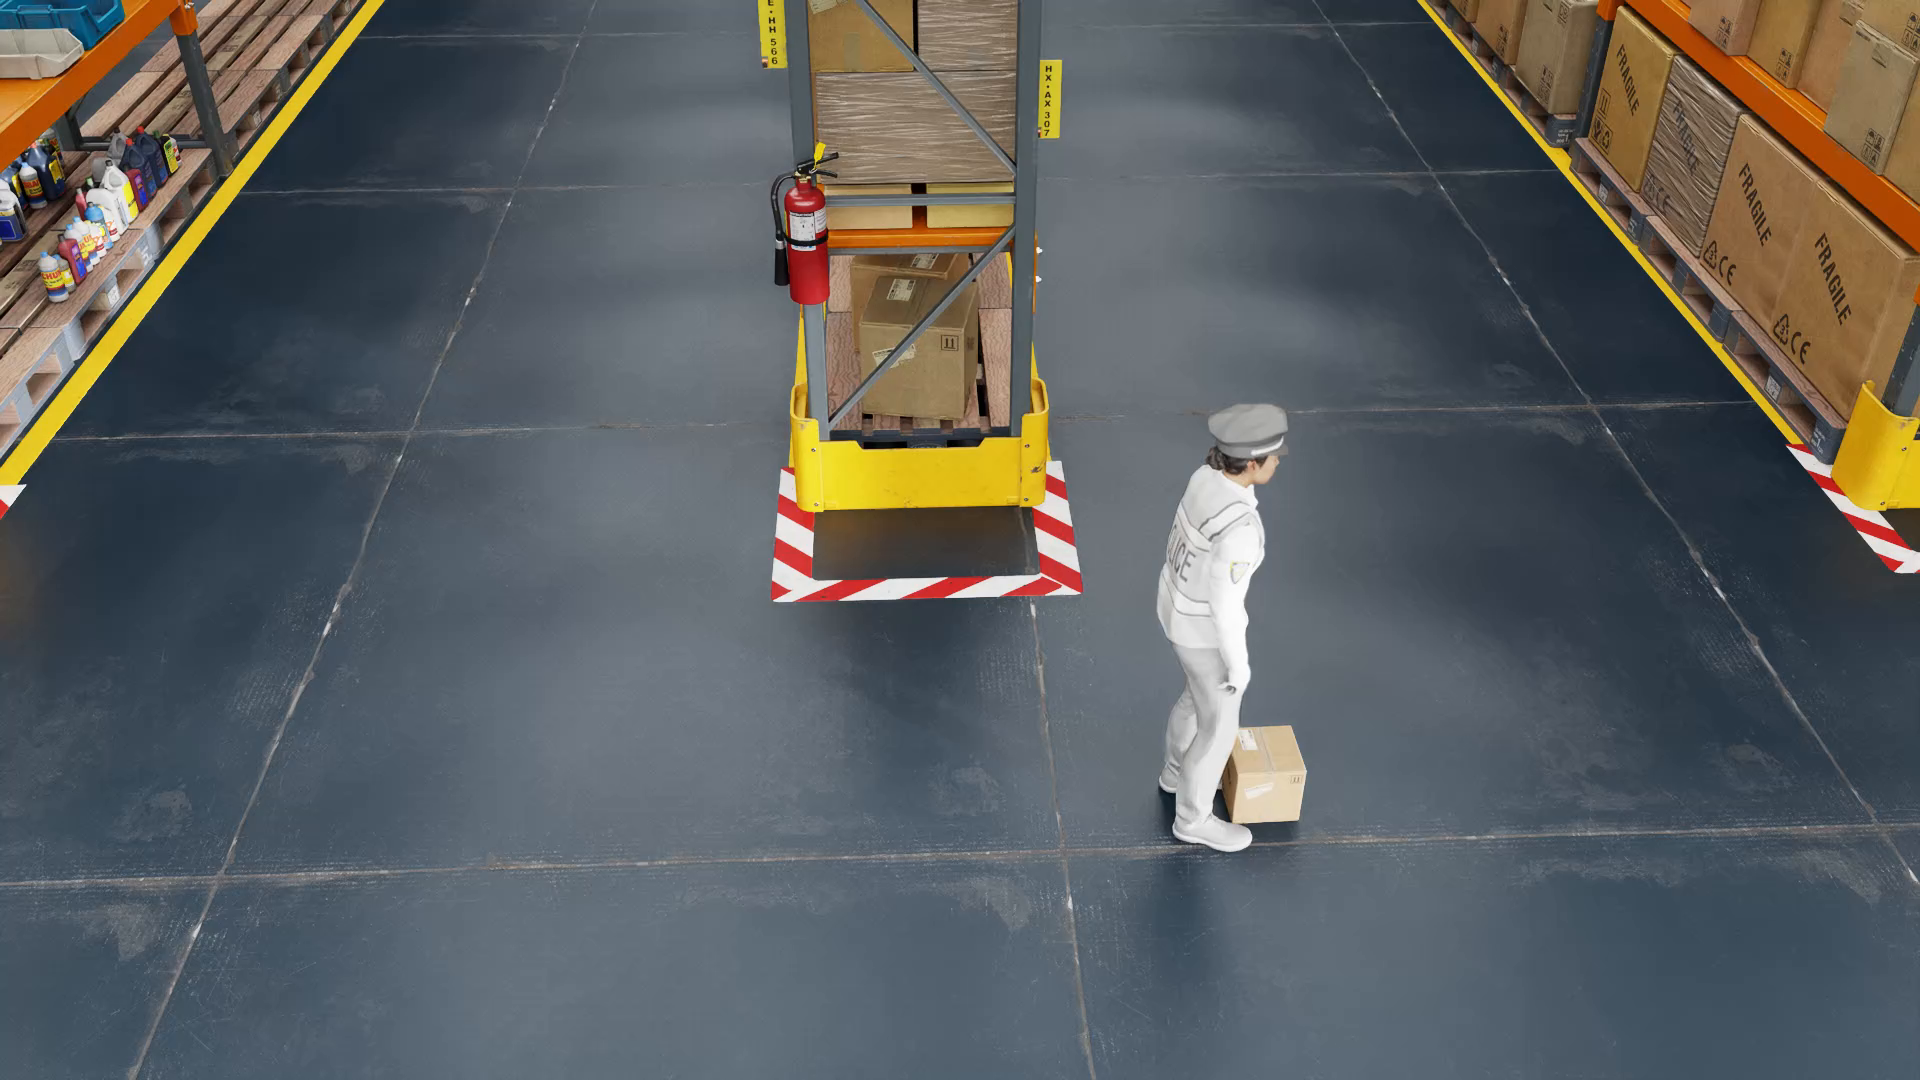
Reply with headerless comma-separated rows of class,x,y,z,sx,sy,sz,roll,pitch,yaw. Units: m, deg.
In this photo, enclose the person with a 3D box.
person,0.872,0.297,5.725,0.376,1.664,0.546,-4,36,-5
